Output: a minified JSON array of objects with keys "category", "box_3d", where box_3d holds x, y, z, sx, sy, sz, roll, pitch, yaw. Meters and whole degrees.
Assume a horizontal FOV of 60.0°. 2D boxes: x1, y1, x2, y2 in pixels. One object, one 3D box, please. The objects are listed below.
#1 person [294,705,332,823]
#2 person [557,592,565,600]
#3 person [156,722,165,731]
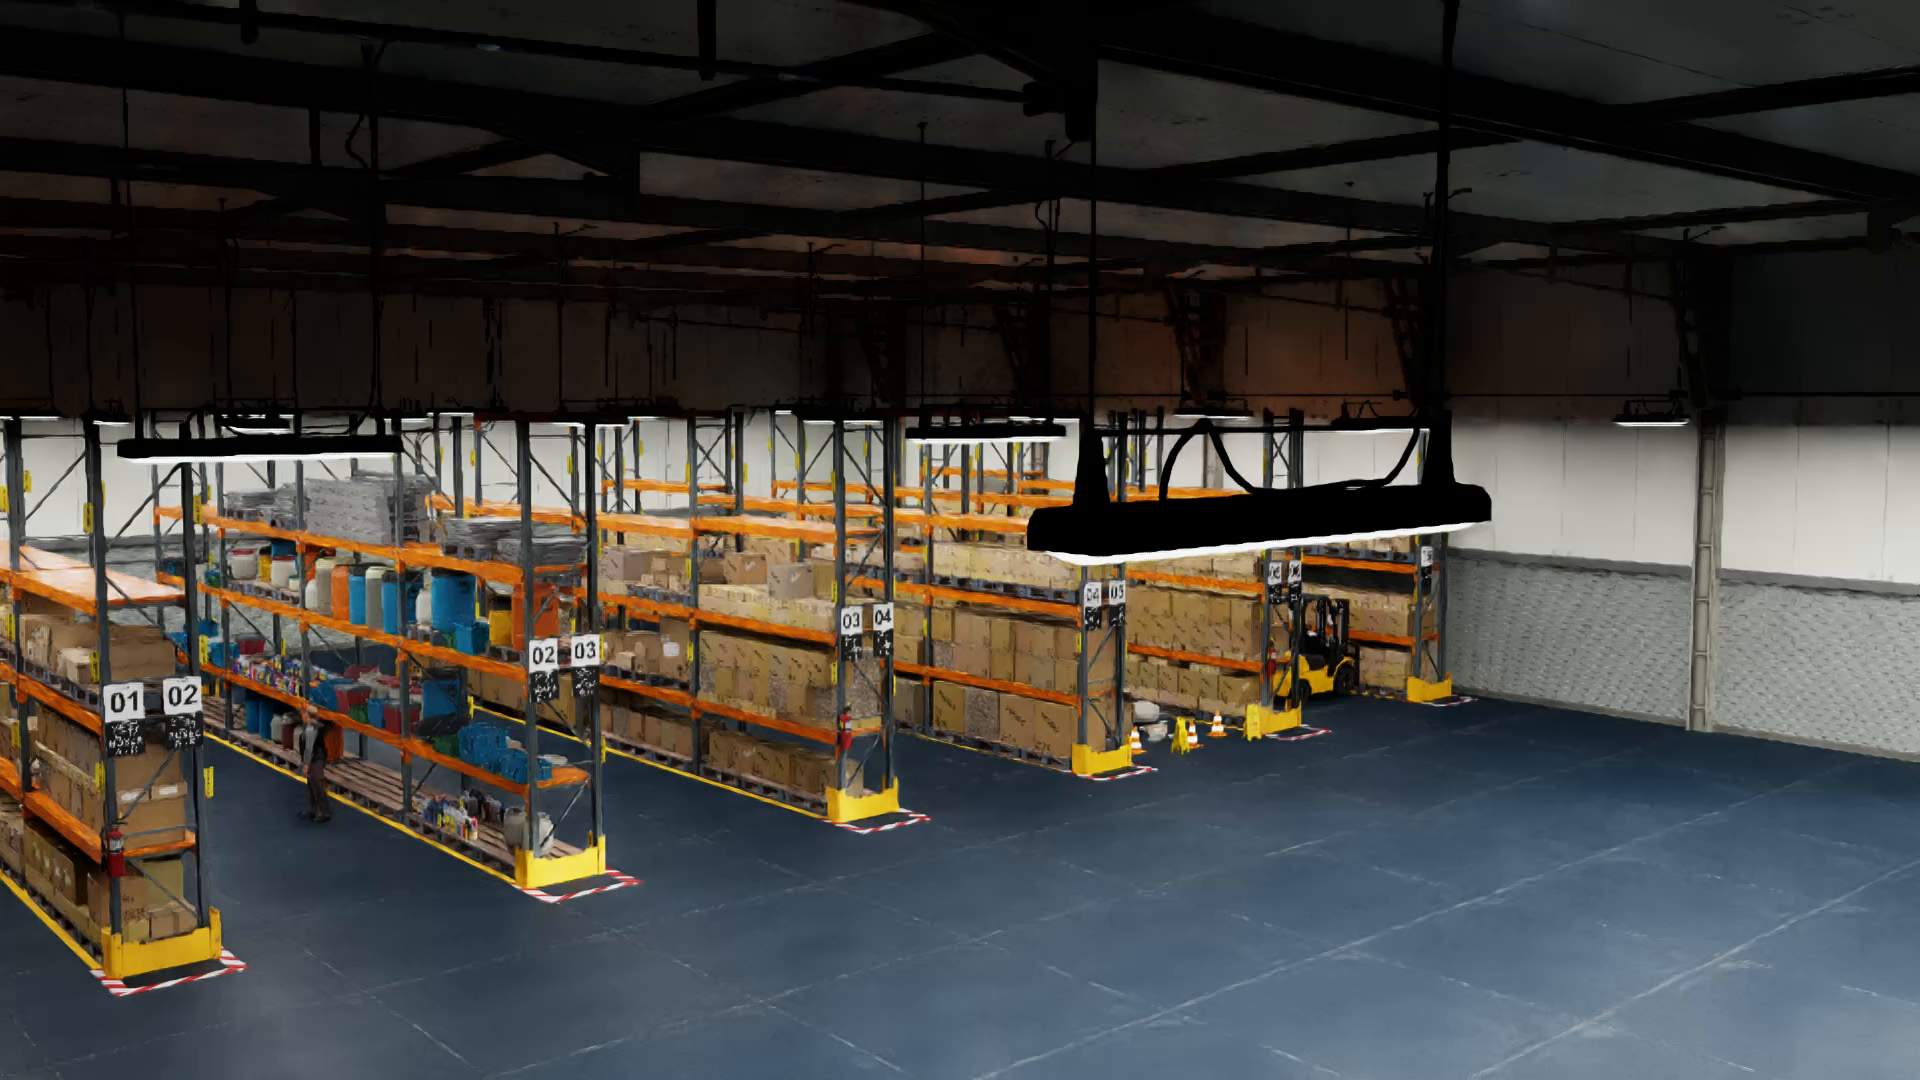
[{"category":"person","box_3d":[-9.606,3.296,24.629,0.569,1.718,0.627,-1,5,-11]},{"category":"person","box_3d":[-9.680,1.995,39.616,0.729,1.733,0.546,-4,7,-42]},{"category":"person","box_3d":[-14.417,2.863,29.900,0.464,1.676,0.498,-1,5,-10]}]
